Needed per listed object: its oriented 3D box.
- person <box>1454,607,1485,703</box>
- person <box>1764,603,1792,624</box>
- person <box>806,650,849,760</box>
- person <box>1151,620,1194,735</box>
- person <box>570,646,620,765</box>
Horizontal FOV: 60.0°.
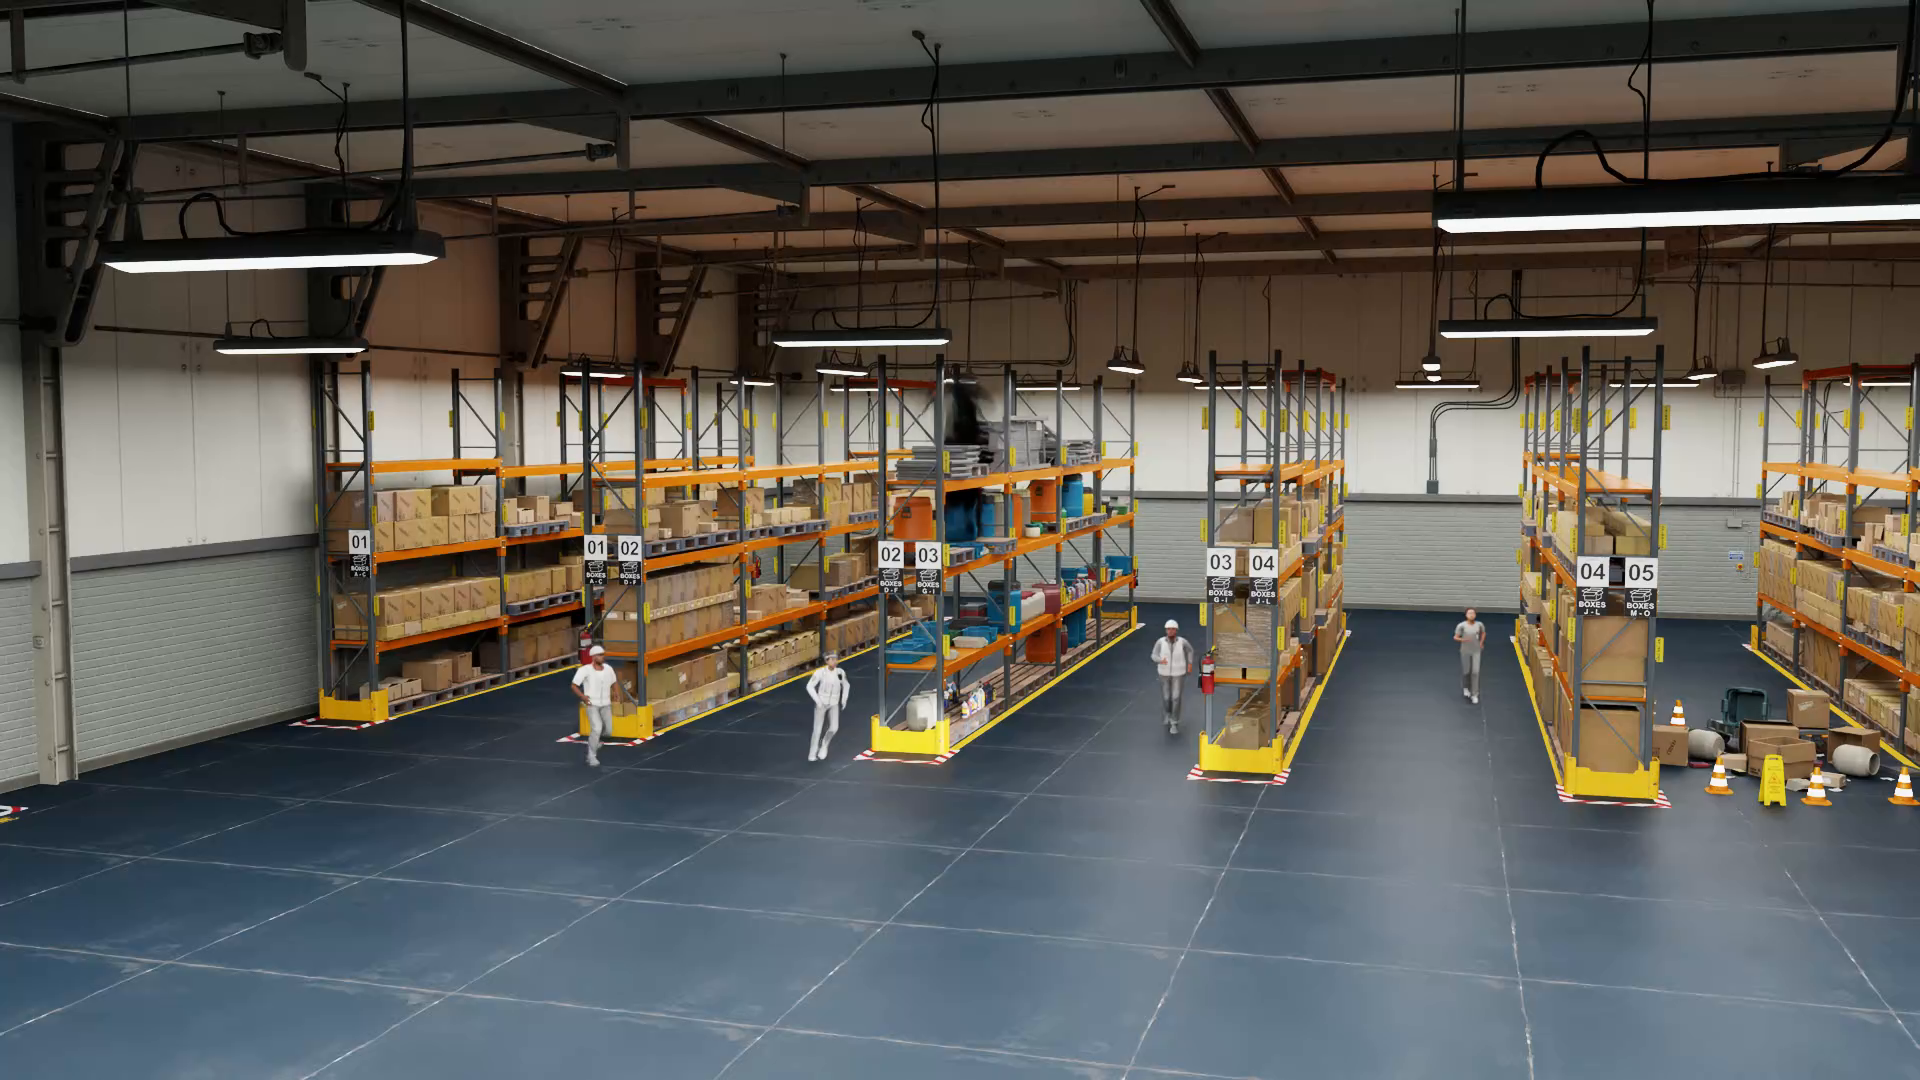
[{"bbox_3d":[9.096,2.020,29.652,0.571,1.655,0.950,1,4,9],"label":"person"},{"bbox_3d":[19.002,1.402,38.621,0.732,1.754,0.579,0,4,-3],"label":"person"},{"bbox_3d":[-1.923,2.430,24.506,0.676,1.632,0.560,-1,4,-16],"label":"person"},{"bbox_3d":[3.433,2.200,26.942,0.671,1.835,0.811,1,4,13],"label":"person"},{"bbox_3d":[-5.359,2.413,24.515,0.733,1.725,0.658,-3,5,-40],"label":"person"}]
